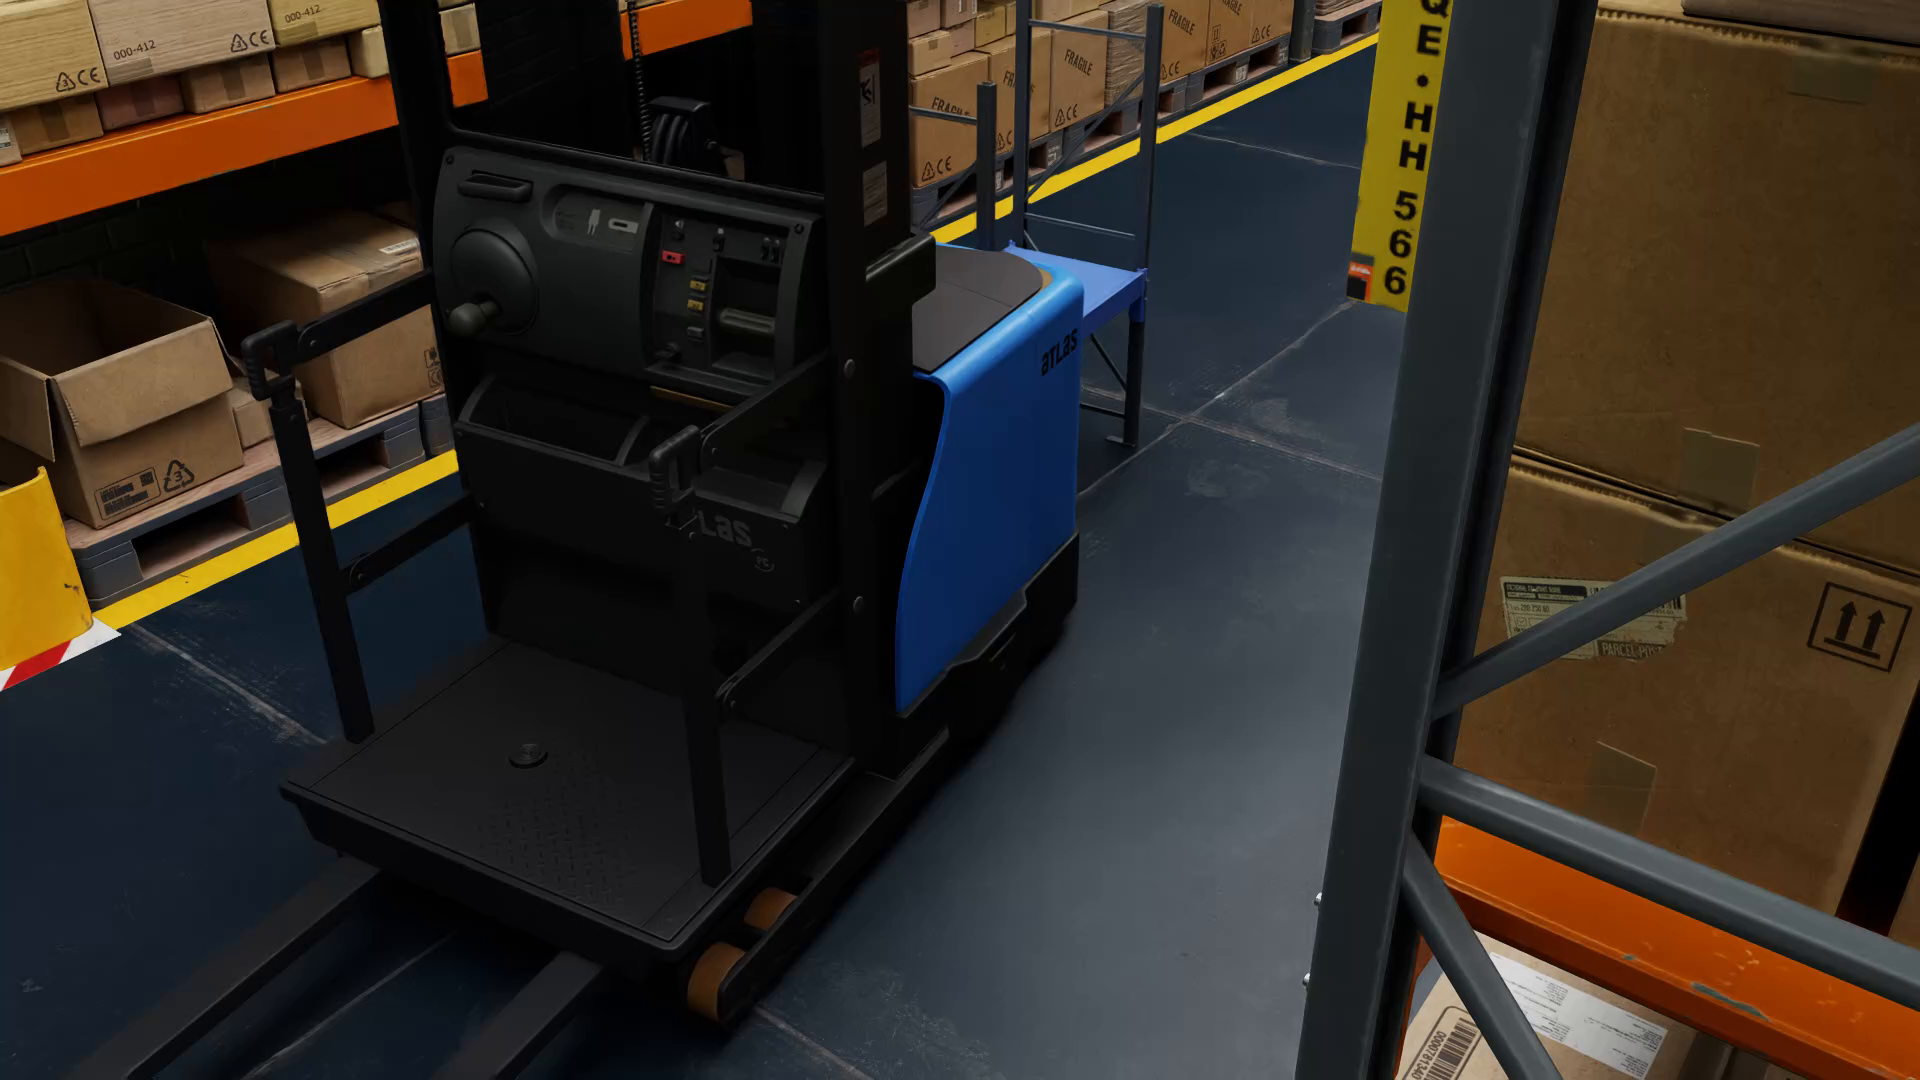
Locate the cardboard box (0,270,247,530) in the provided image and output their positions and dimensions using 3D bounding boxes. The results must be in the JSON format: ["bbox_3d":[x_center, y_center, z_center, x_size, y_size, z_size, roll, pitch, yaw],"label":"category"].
[{"bbox_3d":[-2.662,-0.449,5.102,0.797,0.503,0.637,20,36,29],"label":"cardboard box"}]

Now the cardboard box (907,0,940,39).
[{"bbox_3d":[-0.312,-2.344,7.374,0.380,0.149,0.250,20,36,30],"label":"cardboard box"}]

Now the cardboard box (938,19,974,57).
[{"bbox_3d":[-0.158,-2.333,7.649,0.380,0.149,0.250,20,36,30],"label":"cardboard box"}]

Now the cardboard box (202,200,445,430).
[{"bbox_3d":[-2.115,-0.783,5.669,0.700,0.500,0.500,23,38,33],"label":"cardboard box"}]

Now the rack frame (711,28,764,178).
[{"bbox_3d":[-0.692,-2.749,6.946,1.000,3.000,0.127,21,37,31],"label":"rack frame"}]

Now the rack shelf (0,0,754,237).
[{"bbox_3d":[-1.900,-1.626,5.758,1.077,0.370,4.000,21,37,31],"label":"rack shelf"}]

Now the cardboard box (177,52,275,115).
[{"bbox_3d":[-2.241,-1.383,4.888,0.380,0.149,0.250,22,37,33],"label":"cardboard box"}]

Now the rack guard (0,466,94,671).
[{"bbox_3d":[-3.061,-0.078,4.892,1.175,0.500,0.348,21,37,31],"label":"rack guard"}]

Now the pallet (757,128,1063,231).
[{"bbox_3d":[-0.231,-1.891,8.234,1.003,0.211,1.213,21,37,31],"label":"pallet"}]

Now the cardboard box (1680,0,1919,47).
[{"bbox_3d":[0.910,-0.556,1.532,0.380,0.149,0.250,22,37,32],"label":"cardboard box"}]

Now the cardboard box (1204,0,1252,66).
[{"bbox_3d":[1.328,-3.042,9.480,0.500,0.500,0.500,21,36,31],"label":"cardboard box"}]

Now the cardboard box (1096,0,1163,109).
[{"bbox_3d":[0.715,-2.611,8.754,0.500,0.500,0.500,20,36,30],"label":"cardboard box"}]

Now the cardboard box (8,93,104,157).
[{"bbox_3d":[-2.573,-1.182,4.548,0.380,0.149,0.250,22,37,32],"label":"cardboard box"}]

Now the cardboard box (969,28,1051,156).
[{"bbox_3d":[0.093,-2.201,8.061,0.500,0.500,0.500,21,36,31],"label":"cardboard box"}]

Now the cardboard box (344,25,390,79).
[{"bbox_3d":[-1.872,-1.572,5.207,0.380,0.149,0.250,20,36,30],"label":"cardboard box"}]

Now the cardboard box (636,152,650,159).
[{"bbox_3d":[-1.488,-1.205,6.381,0.700,0.500,0.500,20,36,30],"label":"cardboard box"}]

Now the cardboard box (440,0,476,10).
[{"bbox_3d":[-1.719,-1.914,5.393,0.500,0.250,0.500,20,36,30],"label":"cardboard box"}]

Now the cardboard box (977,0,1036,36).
[{"bbox_3d":[0.142,-2.557,8.026,0.380,0.149,0.250,20,36,30],"label":"cardboard box"}]

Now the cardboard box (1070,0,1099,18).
[{"bbox_3d":[0.475,-2.747,8.347,0.380,0.149,0.250,23,37,33],"label":"cardboard box"}]

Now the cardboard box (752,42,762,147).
[{"bbox_3d":[-0.632,-2.145,7.967,0.500,0.500,0.500,21,37,31],"label":"cardboard box"}]

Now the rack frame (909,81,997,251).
[{"bbox_3d":[-0.126,-0.594,4.782,0.500,1.500,0.032,17,35,26],"label":"rack frame"}]

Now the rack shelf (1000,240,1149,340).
[{"bbox_3d":[0.137,-0.661,5.248,0.538,0.185,1.000,17,35,26],"label":"rack shelf"}]

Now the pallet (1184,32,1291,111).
[{"bbox_3d":[1.241,-2.883,9.908,1.003,0.211,1.213,21,37,31],"label":"pallet"}]

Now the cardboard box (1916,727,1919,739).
[{"bbox_3d":[1.248,-0.117,2.407,0.500,0.500,0.500,20,36,30],"label":"cardboard box"}]

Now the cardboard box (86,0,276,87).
[{"bbox_3d":[-2.314,-1.493,4.682,0.500,0.250,0.500,22,37,32],"label":"cardboard box"}]

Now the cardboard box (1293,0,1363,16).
[{"bbox_3d":[2.110,-3.783,10.608,0.875,0.625,0.625,22,37,33],"label":"cardboard box"}]

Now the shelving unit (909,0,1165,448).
[{"bbox_3d":[0.137,-0.816,5.156,0.538,1.500,1.048,17,35,26],"label":"shelving unit"}]

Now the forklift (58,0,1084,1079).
[{"bbox_3d":[-0.804,-0.502,3.223,1.130,2.935,3.031,15,34,24],"label":"forklift"}]

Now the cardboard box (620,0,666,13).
[{"bbox_3d":[-1.273,-1.997,5.924,0.380,0.149,0.250,21,36,31],"label":"cardboard box"}]

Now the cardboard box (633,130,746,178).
[{"bbox_3d":[-1.280,-1.577,7.194,0.500,0.311,0.500,23,37,33],"label":"cardboard box"}]

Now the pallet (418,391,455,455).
[{"bbox_3d":[-1.844,-0.772,6.346,1.003,0.211,1.213,21,37,31],"label":"pallet"}]

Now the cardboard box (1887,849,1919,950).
[{"bbox_3d":[1.371,0.253,1.782,0.500,0.500,0.500,21,36,31],"label":"cardboard box"}]
